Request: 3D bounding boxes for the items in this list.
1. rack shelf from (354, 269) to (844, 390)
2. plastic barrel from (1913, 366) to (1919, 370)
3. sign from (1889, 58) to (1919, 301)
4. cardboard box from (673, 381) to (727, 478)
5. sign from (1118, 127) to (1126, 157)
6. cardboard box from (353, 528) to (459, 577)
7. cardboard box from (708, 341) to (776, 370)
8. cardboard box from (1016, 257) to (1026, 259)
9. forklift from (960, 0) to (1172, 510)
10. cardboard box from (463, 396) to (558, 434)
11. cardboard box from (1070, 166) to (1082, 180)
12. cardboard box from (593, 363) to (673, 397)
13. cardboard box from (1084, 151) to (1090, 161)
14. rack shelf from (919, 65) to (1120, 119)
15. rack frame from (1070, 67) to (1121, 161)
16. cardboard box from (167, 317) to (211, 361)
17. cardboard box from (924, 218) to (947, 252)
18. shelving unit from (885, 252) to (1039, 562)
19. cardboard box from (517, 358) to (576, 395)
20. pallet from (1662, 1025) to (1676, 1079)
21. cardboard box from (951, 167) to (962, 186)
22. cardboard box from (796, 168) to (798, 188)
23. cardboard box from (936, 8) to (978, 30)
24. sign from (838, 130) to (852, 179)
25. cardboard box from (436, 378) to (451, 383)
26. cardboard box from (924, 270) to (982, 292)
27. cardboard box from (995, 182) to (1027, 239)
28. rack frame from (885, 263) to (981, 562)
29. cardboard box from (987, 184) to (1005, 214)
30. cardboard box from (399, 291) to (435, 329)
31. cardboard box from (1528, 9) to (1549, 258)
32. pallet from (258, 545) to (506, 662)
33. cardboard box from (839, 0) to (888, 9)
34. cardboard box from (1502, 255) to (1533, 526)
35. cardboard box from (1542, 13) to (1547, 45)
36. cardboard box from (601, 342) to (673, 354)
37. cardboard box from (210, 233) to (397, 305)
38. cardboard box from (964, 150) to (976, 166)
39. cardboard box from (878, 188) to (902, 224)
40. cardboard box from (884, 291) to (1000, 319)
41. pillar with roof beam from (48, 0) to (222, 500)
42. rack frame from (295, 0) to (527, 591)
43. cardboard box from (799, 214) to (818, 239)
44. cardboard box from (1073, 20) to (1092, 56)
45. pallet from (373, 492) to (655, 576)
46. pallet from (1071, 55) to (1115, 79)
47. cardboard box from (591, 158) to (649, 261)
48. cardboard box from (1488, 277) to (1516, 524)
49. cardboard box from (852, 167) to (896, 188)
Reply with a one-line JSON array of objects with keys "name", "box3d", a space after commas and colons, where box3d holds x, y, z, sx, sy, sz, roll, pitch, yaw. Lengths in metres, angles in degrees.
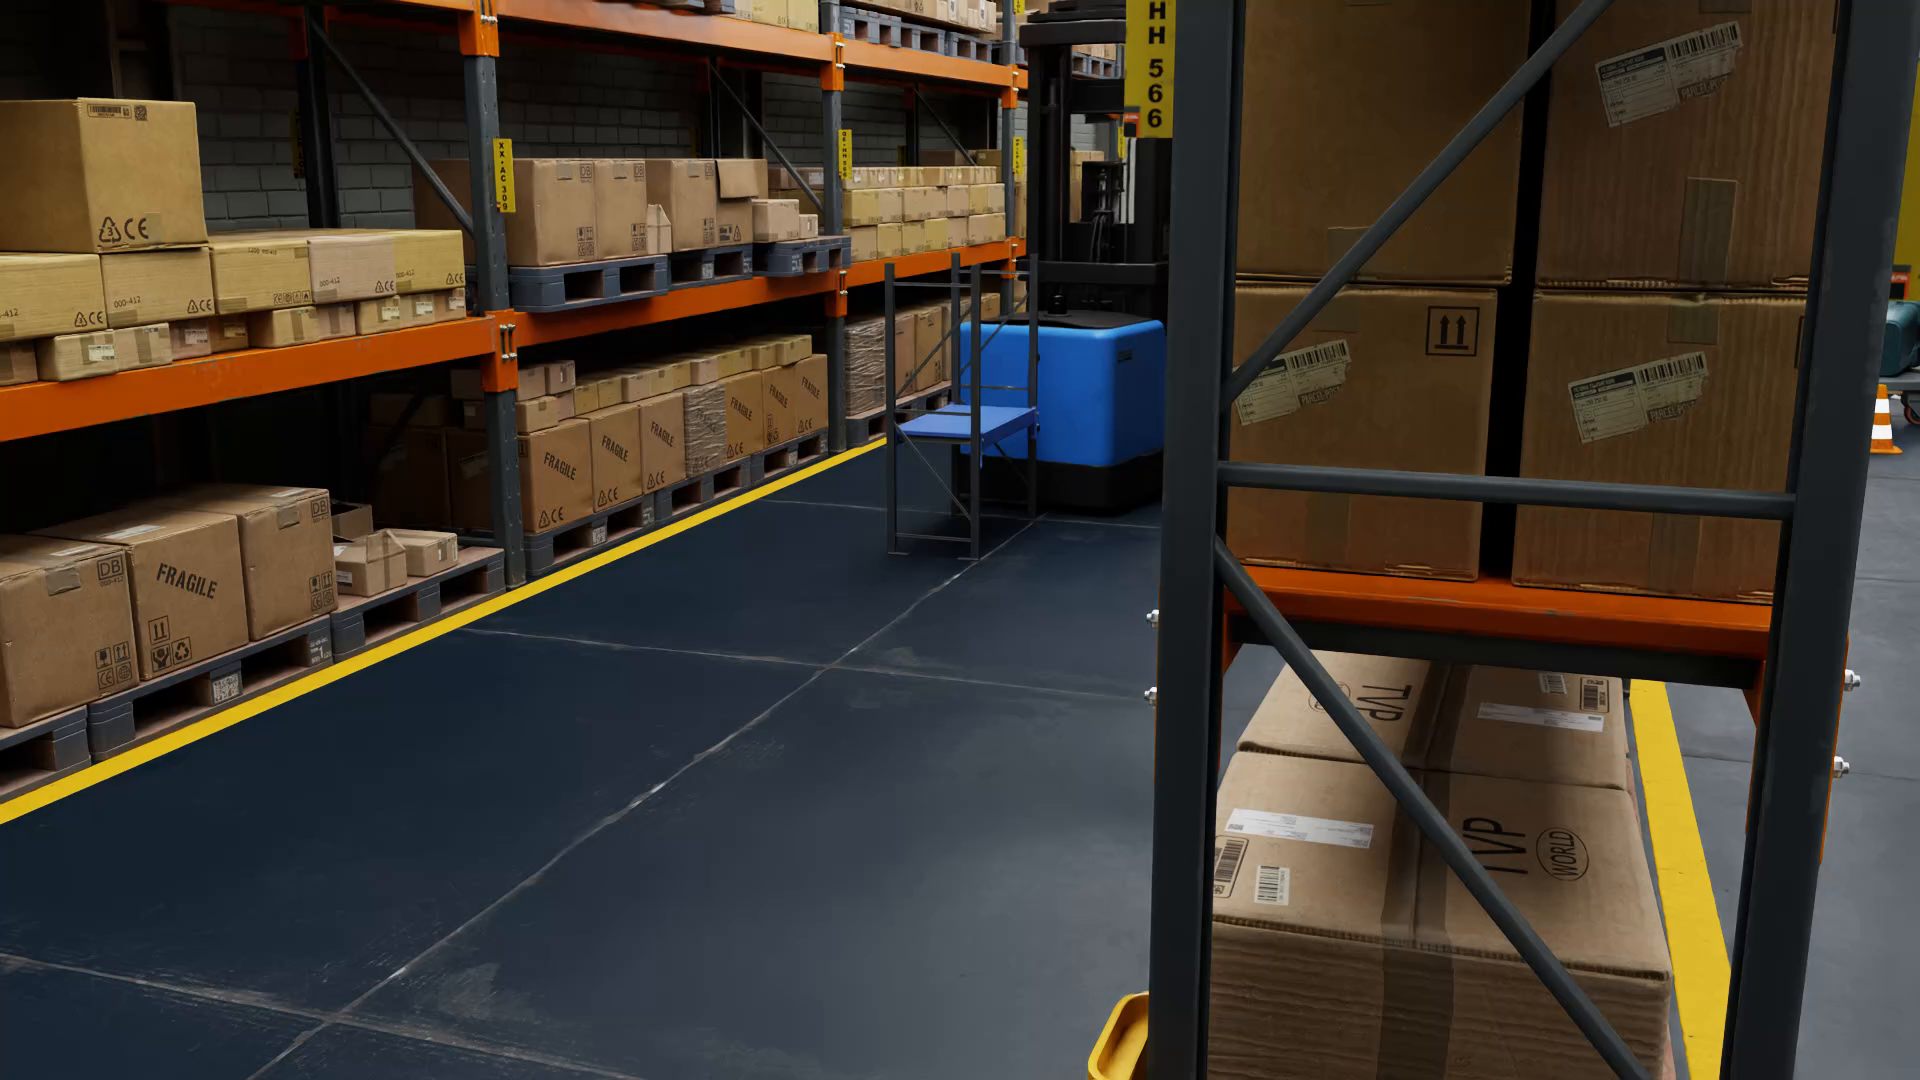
[{"name": "rack shelf", "box3d": [-1.941, -1.339, 9.732, 1.077, 0.370, 4.000, 4, 14, 18]}, {"name": "plastic barrel", "box3d": [8.331, -1.355, 13.974, 0.421, 0.421, 0.512, -8, 15, -30]}, {"name": "sign", "box3d": [1.339, -0.490, 2.269, 0.100, 0.325, 0.005, 4, 14, 18]}, {"name": "cardboard box", "box3d": [-1.716, -0.667, 9.844, 0.500, 0.500, 0.500, 4, 13, 16]}, {"name": "sign", "box3d": [1.804, -4.434, 18.538, 0.100, 0.325, 0.005, 4, 14, 18]}, {"name": "cardboard box", "box3d": [-2.490, 0.055, 7.471, 0.380, 0.149, 0.250, 4, 13, 17]}, {"name": "cardboard box", "box3d": [-1.399, -1.179, 10.630, 0.380, 0.149, 0.250, 4, 13, 17]}, {"name": "cardboard box", "box3d": [0.802, -2.954, 18.179, 0.500, 0.250, 0.500, 4, 14, 18]}, {"name": "forklift", "box3d": [1.108, -1.885, 10.659, 1.130, 2.935, 3.031, 7, 15, 28]}, {"name": "cardboard box", "box3d": [-2.220, -0.628, 8.213, 0.380, 0.149, 0.250, 5, 14, 21]}, {"name": "cardboard box", "box3d": [1.056, -3.796, 17.194, 0.380, 0.149, 0.250, 4, 14, 19]}, {"name": "cardboard box", "box3d": [-1.857, -0.907, 9.438, 0.380, 0.149, 0.250, 5, 14, 20]}, {"name": "cardboard box", "box3d": [1.139, -3.994, 17.395, 0.380, 0.149, 0.250, 5, 14, 20]}, {"name": "rack shelf", "box3d": [0.648, -4.486, 16.778, 1.077, 0.370, 4.000, 4, 14, 18]}, {"name": "rack frame", "box3d": [1.295, -3.796, 18.877, 1.000, 3.000, 0.127, 4, 14, 18]}, {"name": "cardboard box", "box3d": [-2.968, -0.738, 6.043, 0.380, 0.149, 0.250, 4, 14, 18]}, {"name": "cardboard box", "box3d": [-0.422, -2.438, 13.264, 0.500, 0.250, 0.500, 5, 14, 20]}, {"name": "shelving unit", "box3d": [0.028, -0.749, 8.900, 0.538, 1.500, 1.048, 4, 14, 18]}, {"name": "cardboard box", "box3d": [-2.181, -0.831, 8.435, 0.380, 0.149, 0.250, 4, 13, 16]}, {"name": "pallet", "box3d": [1.001, 1.115, 3.627, 1.003, 0.211, 1.213, 4, 14, 18]}, {"name": "cardboard box", "box3d": [-0.199, -3.012, 13.759, 0.380, 0.149, 0.250, 4, 13, 17]}, {"name": "cardboard box", "box3d": [-1.401, -2.622, 12.054, 0.380, 0.149, 0.250, 5, 14, 20]}, {"name": "cardboard box", "box3d": [-0.068, -4.293, 13.713, 0.380, 0.149, 0.250, 4, 14, 18]}, {"name": "sign", "box3d": [-0.777, -2.600, 11.215, 0.100, 0.325, 0.005, 4, 14, 18]}, {"name": "cardboard box", "box3d": [-2.591, -0.777, 8.868, 0.380, 0.149, 0.250, 5, 14, 19]}, {"name": "cardboard box", "box3d": [-0.023, -2.423, 15.850, 0.500, 0.250, 0.500, 5, 14, 20]}, {"name": "cardboard box", "box3d": [0.391, -3.077, 15.503, 0.500, 0.500, 0.500, 4, 13, 17]}, {"name": "rack frame", "box3d": [-0.137, -0.642, 8.431, 0.500, 1.500, 0.032, 4, 14, 18]}, {"name": "cardboard box", "box3d": [0.084, -3.002, 14.614, 0.500, 0.250, 0.500, 4, 13, 17]}, {"name": "cardboard box", "box3d": [-2.516, -1.005, 7.214, 0.380, 0.149, 0.250, 5, 14, 20]}, {"name": "cardboard box", "box3d": [1.401, -0.796, 3.264, 0.500, 0.500, 0.500, 4, 13, 17]}, {"name": "pallet", "box3d": [-2.811, 0.235, 7.484, 1.003, 0.211, 1.213, 4, 14, 18]}, {"name": "cardboard box", "box3d": [-0.828, -4.011, 11.686, 0.500, 0.500, 0.500, 4, 14, 19]}, {"name": "cardboard box", "box3d": [1.380, -0.308, 3.371, 0.500, 0.500, 0.500, 4, 13, 18]}, {"name": "cardboard box", "box3d": [2.034, -1.578, 5.230, 0.380, 0.149, 0.250, 4, 14, 18]}, {"name": "cardboard box", "box3d": [-2.049, -1.164, 10.561, 0.380, 0.149, 0.250, 4, 13, 16]}, {"name": "cardboard box", "box3d": [-2.670, -1.110, 6.777, 0.500, 0.250, 0.500, 4, 14, 19]}, {"name": "cardboard box", "box3d": [-0.061, -3.602, 15.679, 0.380, 0.149, 0.250, 4, 13, 17]}, {"name": "cardboard box", "box3d": [-0.756, -2.463, 12.252, 0.500, 0.250, 0.500, 5, 14, 20]}, {"name": "cardboard box", "box3d": [-0.157, -1.890, 14.920, 0.875, 0.625, 0.625, 5, 14, 21]}, {"name": "pillar with roof beam", "box3d": [0.408, -3.802, 5.424, 9.100, 9.000, 0.400, 4, 14, 18]}, {"name": "rack frame", "box3d": [-2.588, -1.269, 7.807, 1.000, 3.000, 0.127, 4, 14, 18]}, {"name": "cardboard box", "box3d": [-1.143, -2.028, 10.751, 0.380, 0.149, 0.250, 5, 14, 19]}, {"name": "cardboard box", "box3d": [0.956, -5.241, 17.076, 0.700, 0.500, 0.500, 4, 14, 19]}, {"name": "pallet", "box3d": [-2.360, -0.083, 8.880, 1.003, 0.211, 1.213, 4, 14, 18]}, {"name": "pallet", "box3d": [1.042, -5.068, 17.909, 1.003, 0.211, 1.213, 4, 14, 18]}, {"name": "cardboard box", "box3d": [-2.052, -1.717, 8.603, 0.700, 0.500, 0.500, 5, 14, 19]}, {"name": "cardboard box", "box3d": [0.898, -0.344, 3.530, 0.500, 0.500, 0.500, 4, 13, 17]}, {"name": "cardboard box", "box3d": [-0.695, -2.690, 12.352, 0.380, 0.149, 0.250, 5, 14, 19]}]
